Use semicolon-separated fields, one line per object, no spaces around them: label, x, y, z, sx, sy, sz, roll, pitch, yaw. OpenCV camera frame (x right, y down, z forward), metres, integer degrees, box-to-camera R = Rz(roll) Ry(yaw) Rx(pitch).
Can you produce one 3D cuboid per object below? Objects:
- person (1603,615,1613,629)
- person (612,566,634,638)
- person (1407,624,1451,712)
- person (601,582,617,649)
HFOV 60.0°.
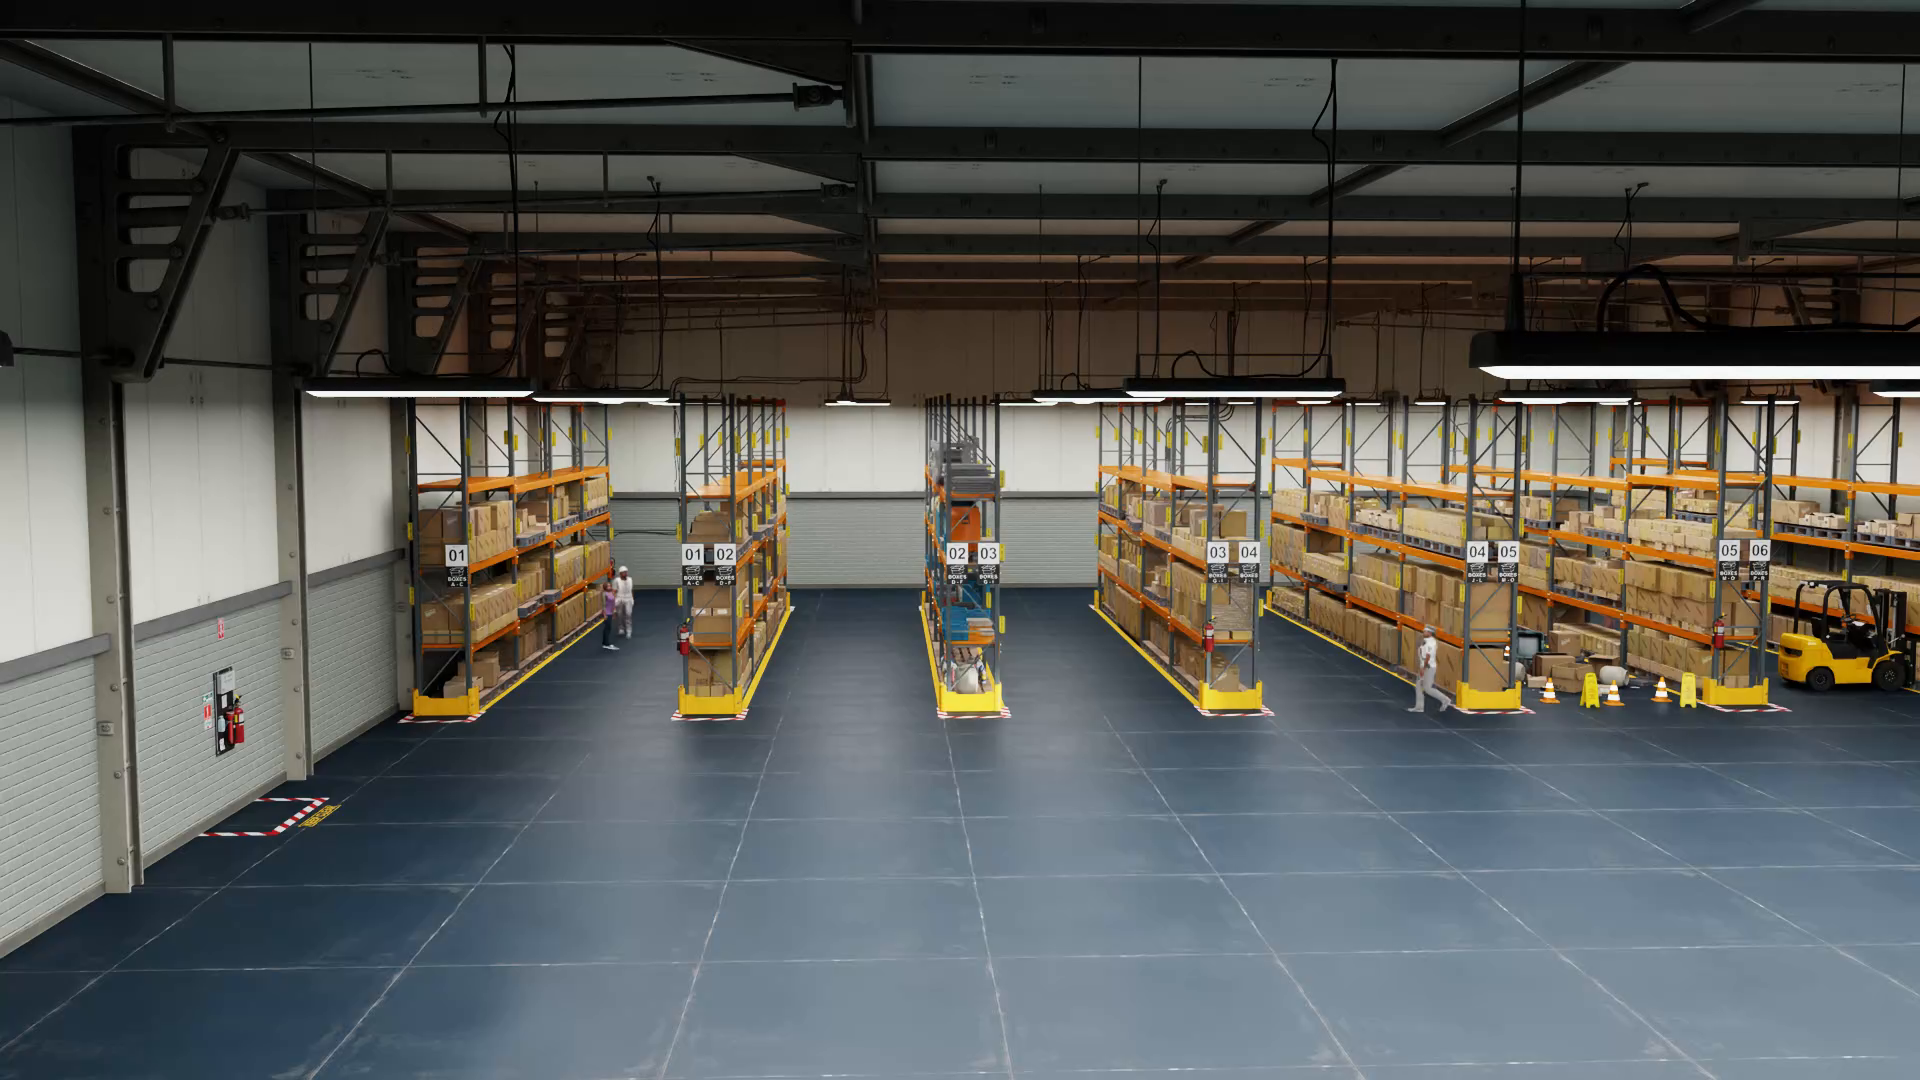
person;16.195;1.606;41.659;0.403;1.674;0.512;2;5;19
person;-8.432;1.534;41.563;0.493;1.740;0.928;0;5;-6
person;8.817;2.418;31.265;0.755;1.662;0.522;1;5;8
person;-8.368;1.793;39.724;0.382;1.605;0.447;0;5;1
